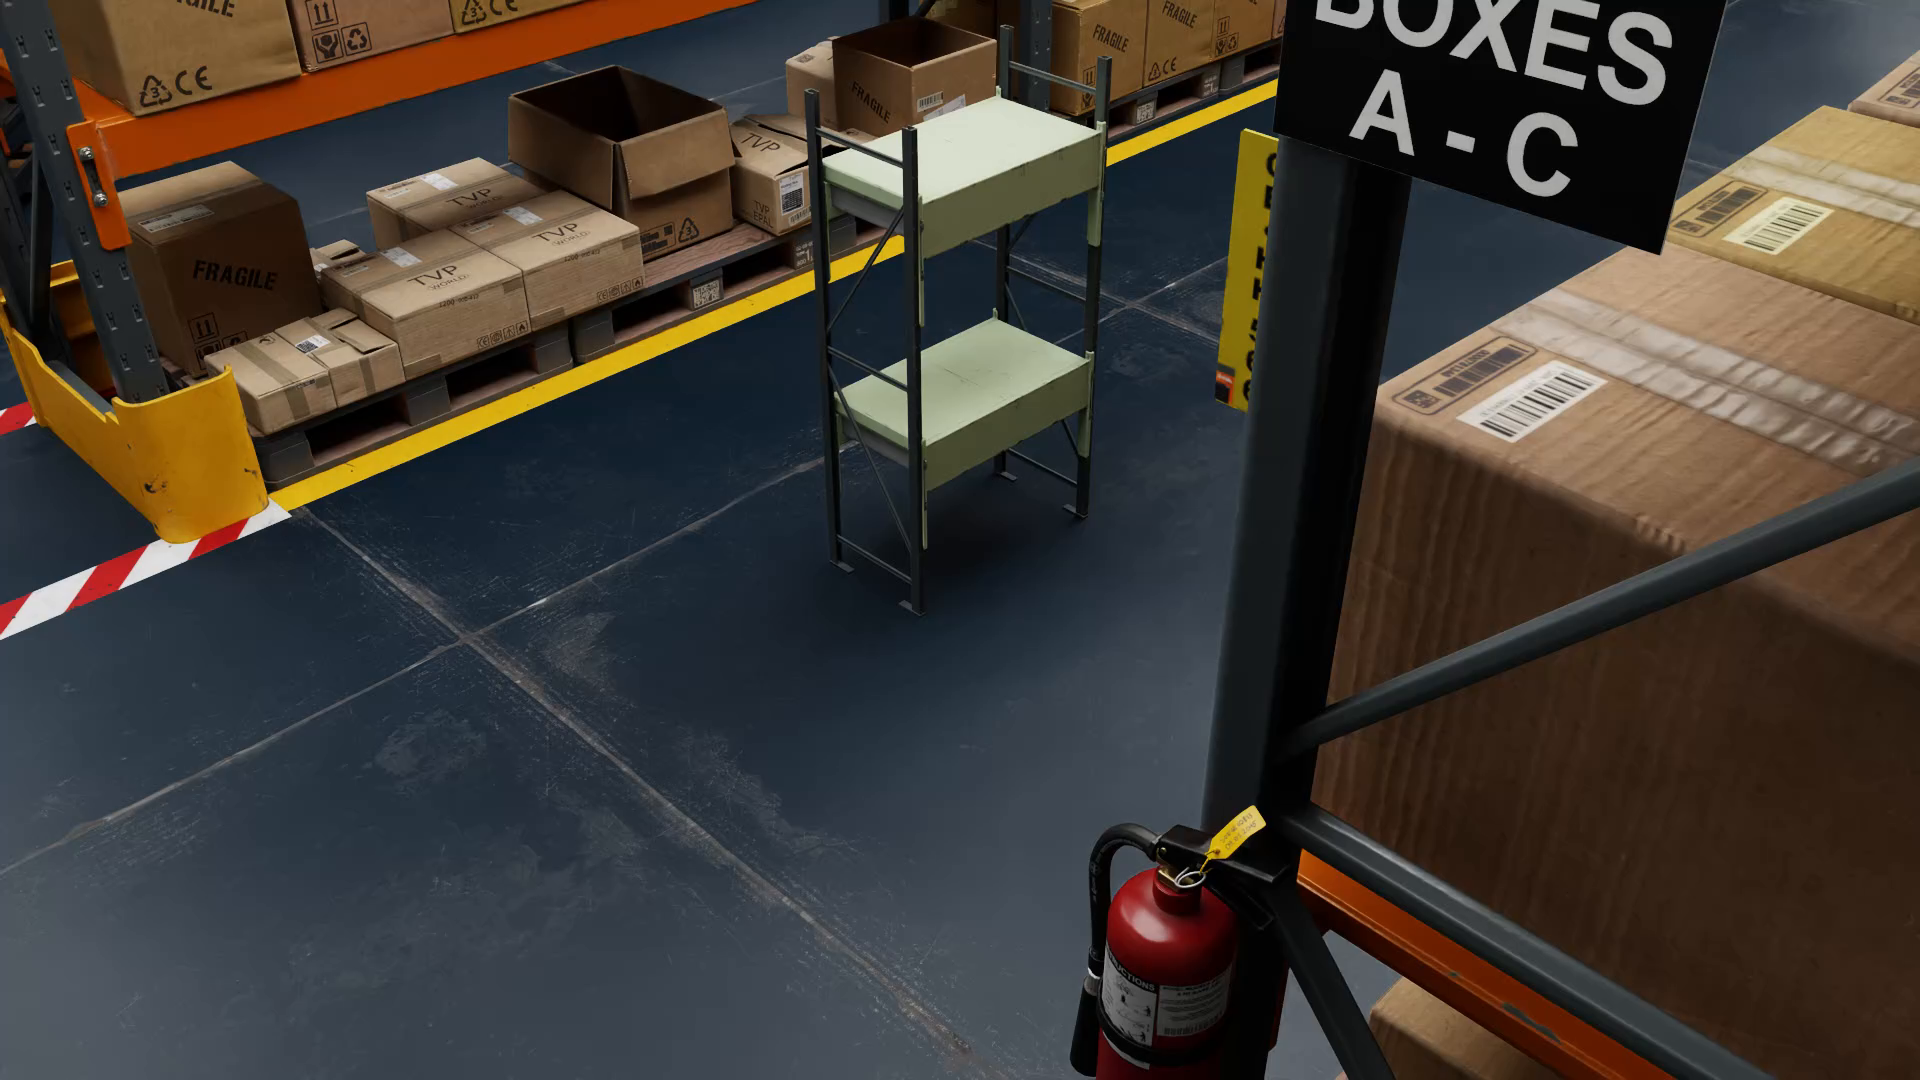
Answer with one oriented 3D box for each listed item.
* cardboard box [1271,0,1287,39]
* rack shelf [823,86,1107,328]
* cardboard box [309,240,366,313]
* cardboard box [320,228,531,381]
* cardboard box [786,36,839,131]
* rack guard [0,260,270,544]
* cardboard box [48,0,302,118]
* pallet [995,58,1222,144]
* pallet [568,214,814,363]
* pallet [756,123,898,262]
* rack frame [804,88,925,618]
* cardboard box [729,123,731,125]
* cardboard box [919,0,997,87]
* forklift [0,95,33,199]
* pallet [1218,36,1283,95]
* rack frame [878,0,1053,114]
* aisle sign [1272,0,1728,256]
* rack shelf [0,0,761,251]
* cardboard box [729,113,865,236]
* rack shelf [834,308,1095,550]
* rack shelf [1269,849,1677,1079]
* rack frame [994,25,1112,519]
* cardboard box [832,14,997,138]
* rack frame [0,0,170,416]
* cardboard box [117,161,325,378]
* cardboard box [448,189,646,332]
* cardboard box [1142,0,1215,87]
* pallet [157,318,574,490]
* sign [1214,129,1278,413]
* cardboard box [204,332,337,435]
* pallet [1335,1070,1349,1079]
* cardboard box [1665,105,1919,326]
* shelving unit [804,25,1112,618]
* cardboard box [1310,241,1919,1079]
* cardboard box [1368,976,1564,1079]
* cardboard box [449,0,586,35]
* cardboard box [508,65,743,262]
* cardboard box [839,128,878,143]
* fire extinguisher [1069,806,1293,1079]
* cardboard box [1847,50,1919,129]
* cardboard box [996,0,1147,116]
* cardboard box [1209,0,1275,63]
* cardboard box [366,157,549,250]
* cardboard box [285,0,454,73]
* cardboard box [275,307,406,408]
[{"bbox_3d":[1.603,-2.979,8.700,0.500,0.500,0.500,28,43,34],"label":"cardboard box"},{"bbox_3d":[0.005,-0.938,4.602,0.431,0.370,0.720,30,45,35],"label":"rack shelf"},{"bbox_3d":[-2.254,-0.943,6.072,0.380,0.166,0.250,30,45,35],"label":"cardboard box"},{"bbox_3d":[-1.875,-0.838,5.849,0.500,0.250,0.500,30,45,35],"label":"cardboard box"},{"bbox_3d":[-0.442,-2.094,7.597,0.500,0.311,0.500,30,45,35],"label":"cardboard box"},{"bbox_3d":[-2.758,-0.482,5.504,1.175,0.500,0.348,30,45,35],"label":"rack guard"},{"bbox_3d":[-2.312,-1.591,4.822,0.500,0.500,0.500,-29,44,-35],"label":"cardboard box"},{"bbox_3d":[0.553,-2.302,8.366,1.003,0.211,1.213,30,45,35],"label":"pallet"},{"bbox_3d":[-1.337,-1.180,6.758,1.003,0.211,1.213,30,45,35],"label":"pallet"},{"bbox_3d":[-0.478,-1.678,7.471,1.003,0.211,1.213,30,45,35],"label":"pallet"},{"bbox_3d":[-0.253,-0.469,4.612,0.400,1.500,0.023,30,45,35],"label":"rack frame"},{"bbox_3d":[-1.045,-1.680,7.129,0.380,0.166,0.250,30,45,35],"label":"cardboard box"},{"bbox_3d":[0.151,-2.571,8.115,0.500,0.500,0.500,29,44,35],"label":"cardboard box"},{"bbox_3d":[-4.674,-2.677,6.526,1.130,2.935,3.031,-4,35,-6],"label":"forklift"},{"bbox_3d":[1.413,-2.799,9.079,1.003,0.211,1.213,30,45,35],"label":"pallet"},{"bbox_3d":[0.007,-3.100,7.073,1.000,3.000,0.127,30,45,35],"label":"rack frame"},{"bbox_3d":[0.443,-0.639,1.272,0.394,0.787,0.004,30,45,35],"label":"aisle sign"},{"bbox_3d":[-1.402,-1.993,6.115,1.077,0.370,4.000,30,45,35],"label":"rack shelf"},{"bbox_3d":[-0.722,-1.528,6.784,0.500,0.311,0.500,30,45,35],"label":"cardboard box"},{"bbox_3d":[0.005,-0.350,5.011,0.431,0.370,0.720,30,45,35],"label":"rack shelf"},{"bbox_3d":[2.116,0.002,3.254,1.077,0.370,4.000,30,45,35],"label":"rack shelf"},{"bbox_3d":[0.263,-0.766,5.038,0.400,1.500,0.023,30,45,35],"label":"rack frame"},{"bbox_3d":[-0.193,-1.910,7.167,0.500,0.500,0.500,30,45,35],"label":"cardboard box"},{"bbox_3d":[-2.811,-1.476,4.745,1.000,3.000,0.127,30,45,35],"label":"rack frame"},{"bbox_3d":[-2.603,-0.951,5.793,0.500,0.500,0.500,30,45,35],"label":"cardboard box"},{"bbox_3d":[-1.522,-1.041,6.140,0.500,0.250,0.500,30,45,35],"label":"cardboard box"},{"bbox_3d":[0.889,-2.574,8.120,0.500,0.500,0.500,-29,44,-35],"label":"cardboard box"},{"bbox_3d":[-2.197,-0.687,6.051,1.003,0.211,1.213,30,45,35],"label":"pallet"},{"bbox_3d":[0.331,-0.278,1.807,0.100,0.325,0.005,30,45,35],"label":"sign"},{"bbox_3d":[-2.272,-0.519,5.479,0.380,0.149,0.250,30,45,35],"label":"cardboard box"},{"bbox_3d":[1.215,1.306,3.192,1.003,0.211,1.213,30,45,35],"label":"pallet"},{"bbox_3d":[1.564,-0.115,2.531,0.980,0.700,0.700,29,44,35],"label":"cardboard box"},{"bbox_3d":[0.005,-0.618,4.825,0.431,1.500,0.755,30,45,35],"label":"shelving unit"},{"bbox_3d":[1.059,0.185,2.101,0.700,0.700,0.980,-28,43,-34],"label":"cardboard box"},{"bbox_3d":[1.129,1.047,2.944,0.700,0.500,0.500,30,45,35],"label":"cardboard box"},{"bbox_3d":[-1.596,-2.005,5.416,0.500,0.500,0.500,29,44,35],"label":"cardboard box"},{"bbox_3d":[-1.313,-1.492,6.565,0.797,0.503,0.637,30,45,35],"label":"cardboard box"},{"bbox_3d":[-0.415,-1.589,7.014,0.380,0.149,0.250,30,45,35],"label":"cardboard box"},{"bbox_3d":[0.273,0.579,2.192,0.296,0.674,0.183,30,45,35],"label":"fire extinguisher"},{"bbox_3d":[2.107,-0.421,2.969,0.980,0.700,0.700,27,43,33],"label":"cardboard box"},{"bbox_3d":[0.521,-2.353,7.803,0.500,0.500,0.500,27,43,33],"label":"cardboard box"},{"bbox_3d":[1.246,-2.774,8.406,0.500,0.500,0.500,-29,44,-35],"label":"cardboard box"},{"bbox_3d":[-1.912,-1.222,6.400,0.500,0.250,0.500,30,45,35],"label":"cardboard box"},{"bbox_3d":[-1.952,-1.803,5.125,0.500,0.500,0.500,29,44,35],"label":"cardboard box"},{"bbox_3d":[-2.096,-0.628,5.620,0.380,0.166,0.250,30,45,35],"label":"cardboard box"}]
